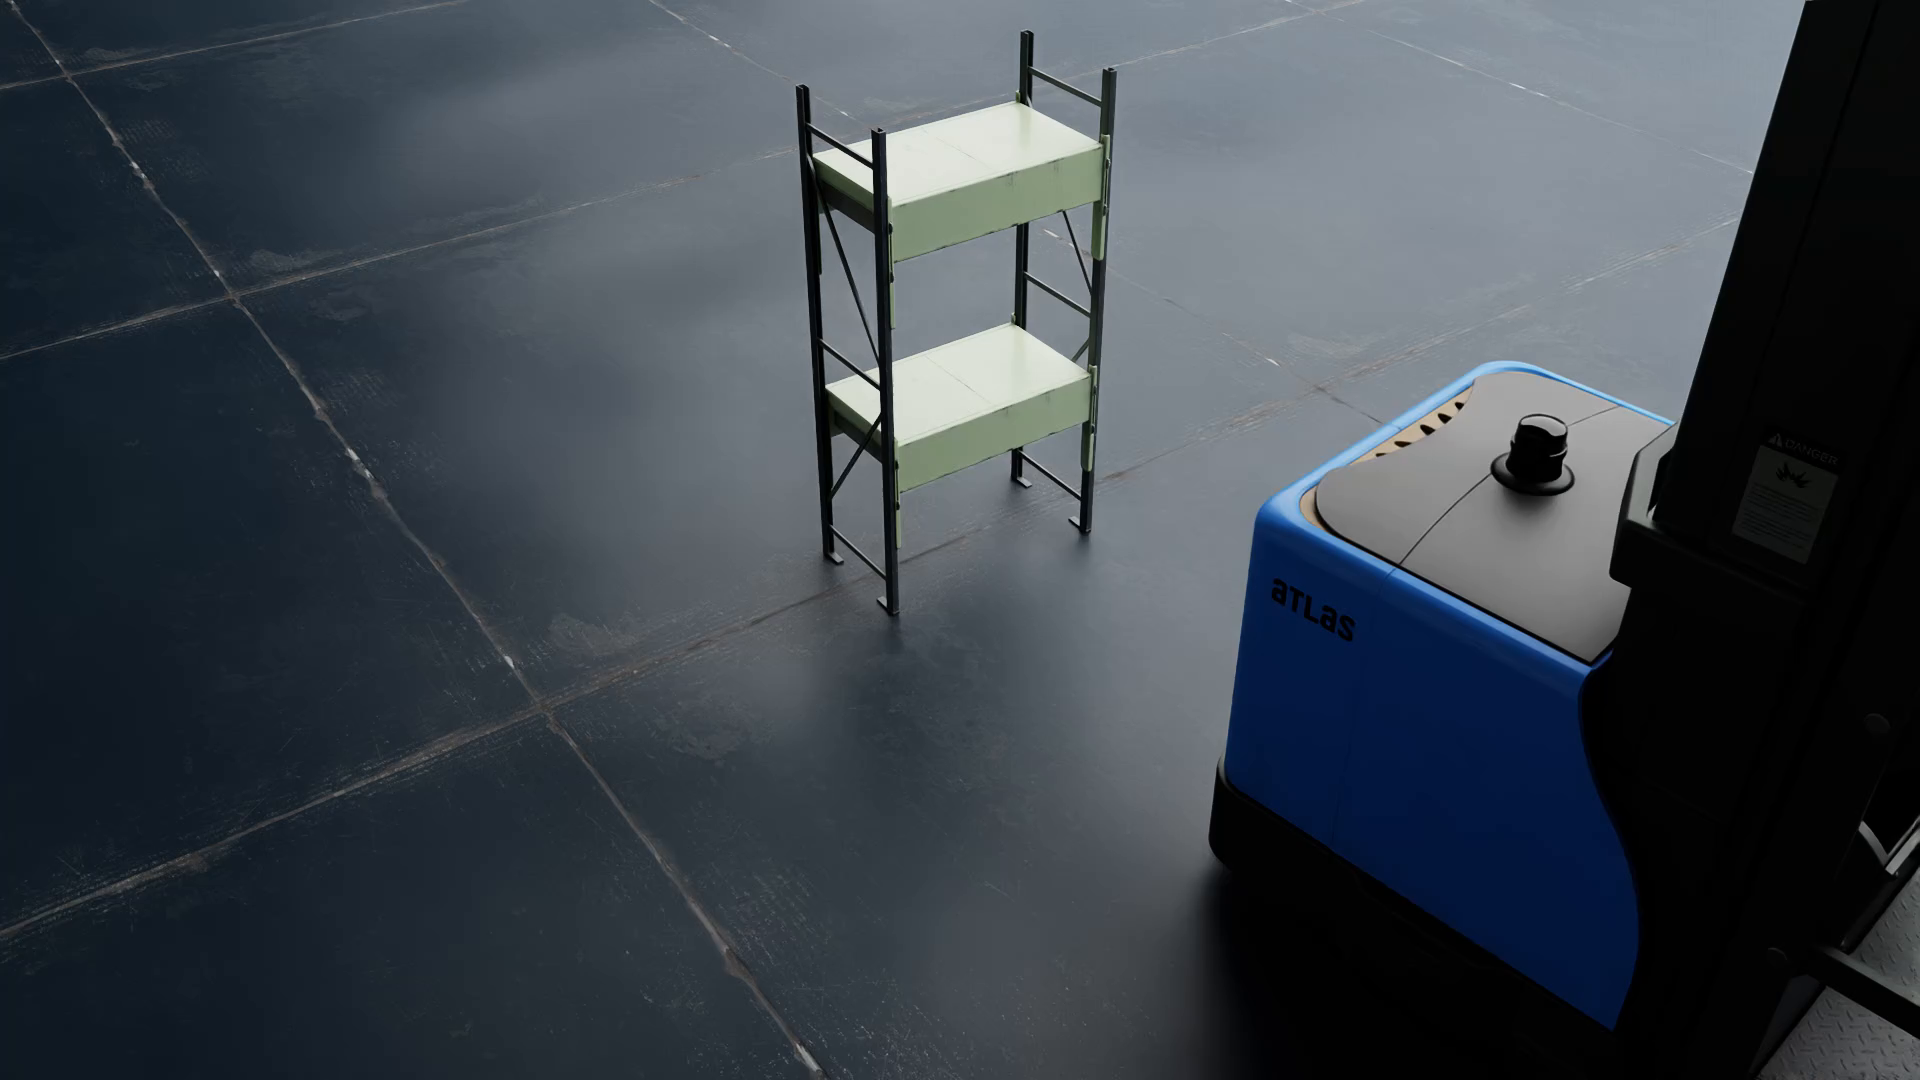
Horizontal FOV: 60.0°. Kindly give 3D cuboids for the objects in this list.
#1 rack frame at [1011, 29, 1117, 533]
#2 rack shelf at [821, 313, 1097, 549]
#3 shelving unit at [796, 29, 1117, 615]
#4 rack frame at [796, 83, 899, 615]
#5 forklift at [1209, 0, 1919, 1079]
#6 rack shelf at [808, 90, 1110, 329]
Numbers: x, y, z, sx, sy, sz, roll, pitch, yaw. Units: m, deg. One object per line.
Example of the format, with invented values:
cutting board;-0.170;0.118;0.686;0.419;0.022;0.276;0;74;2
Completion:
rack frame;0.294;-0.730;4.980;0.023;1.500;0.400;-22;41;-28
rack shelf;-0.005;-0.342;4.999;0.720;0.370;0.431;-22;41;-28
shelving unit;-0.005;-0.607;4.809;0.755;1.500;0.431;-22;41;-28
rack frame;-0.305;-0.484;4.638;0.023;1.500;0.400;-22;41;-28
forklift;1.995;0.037;2.688;1.130;2.935;3.031;-29;45;-34
rack shelf;-0.005;-0.923;4.581;0.720;0.370;0.431;-22;41;-28
